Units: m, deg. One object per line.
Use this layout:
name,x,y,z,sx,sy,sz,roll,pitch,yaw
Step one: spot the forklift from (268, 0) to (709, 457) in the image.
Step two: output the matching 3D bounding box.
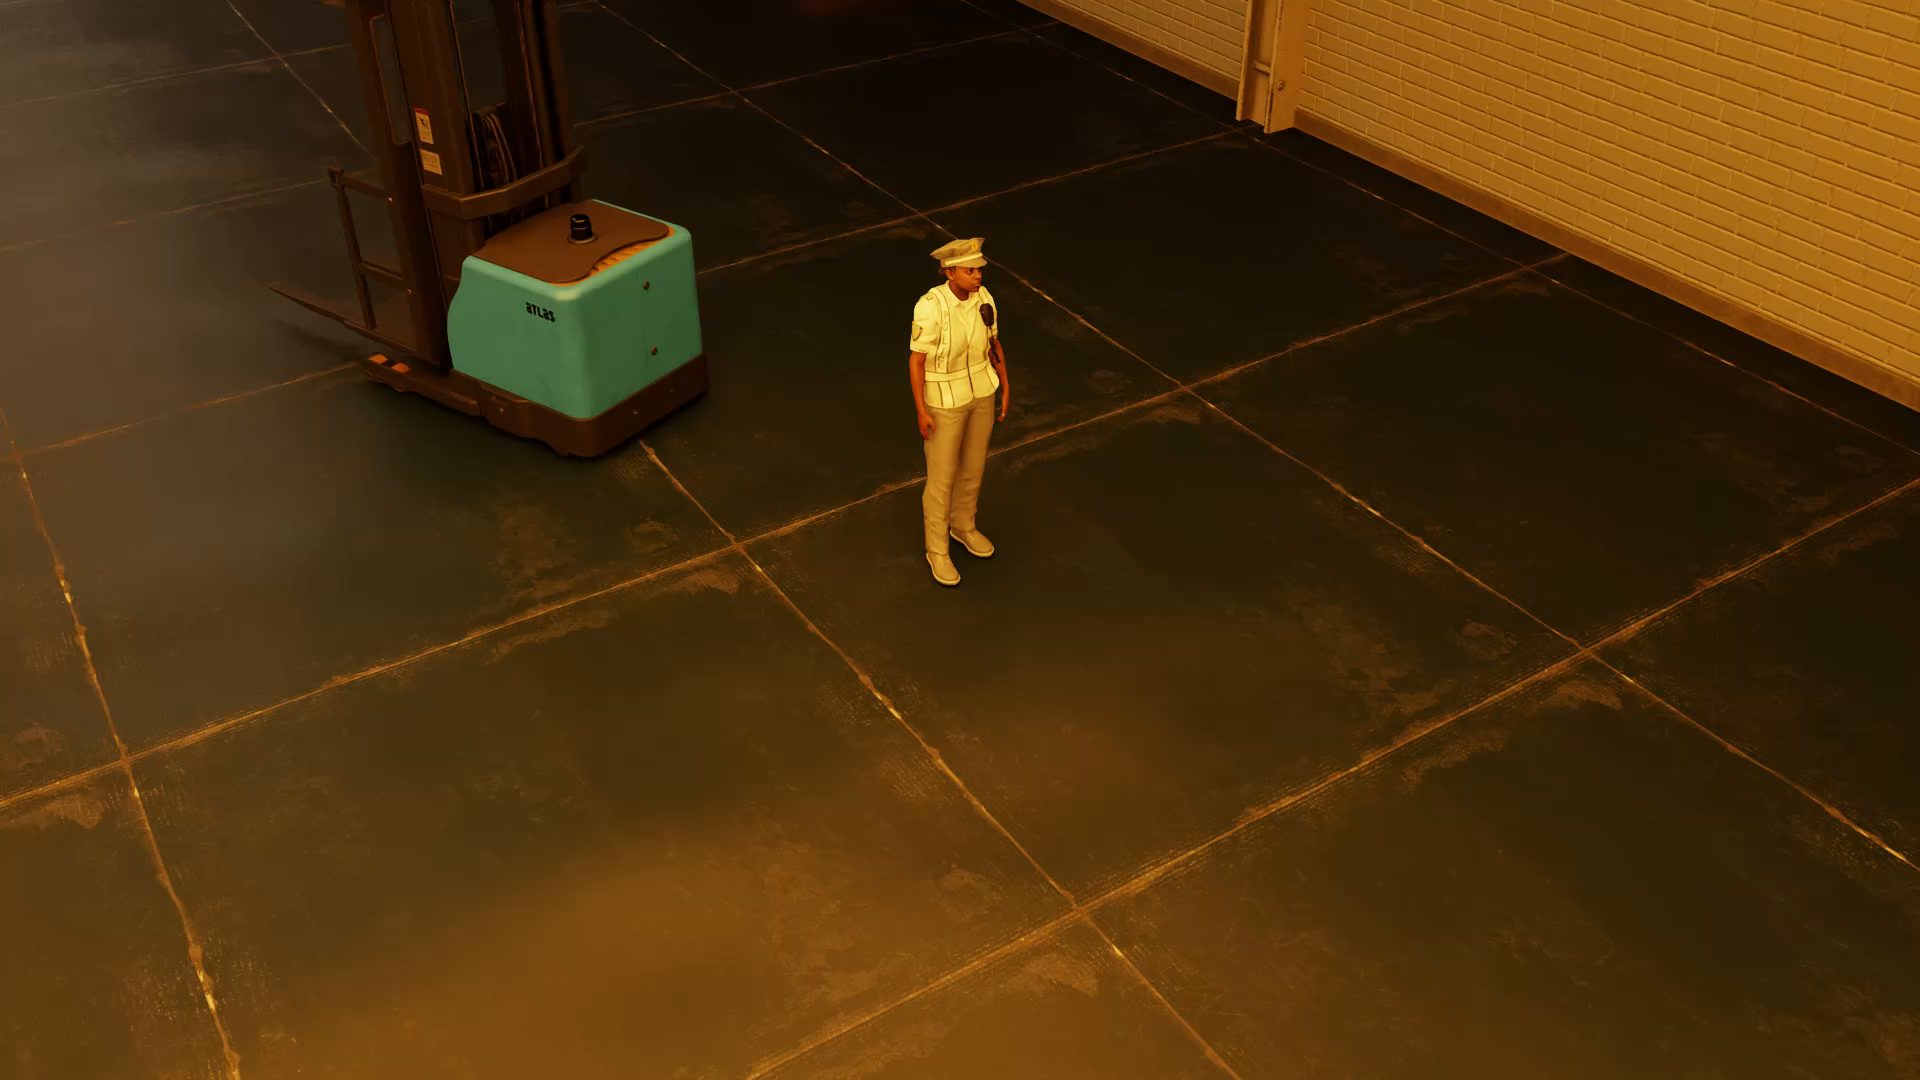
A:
forklift,-2.993,-2.315,9.443,3.031,2.935,1.130,22,40,28

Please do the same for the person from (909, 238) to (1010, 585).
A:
person,0.025,-0.656,8.146,0.570,1.694,0.528,-21,40,-27
